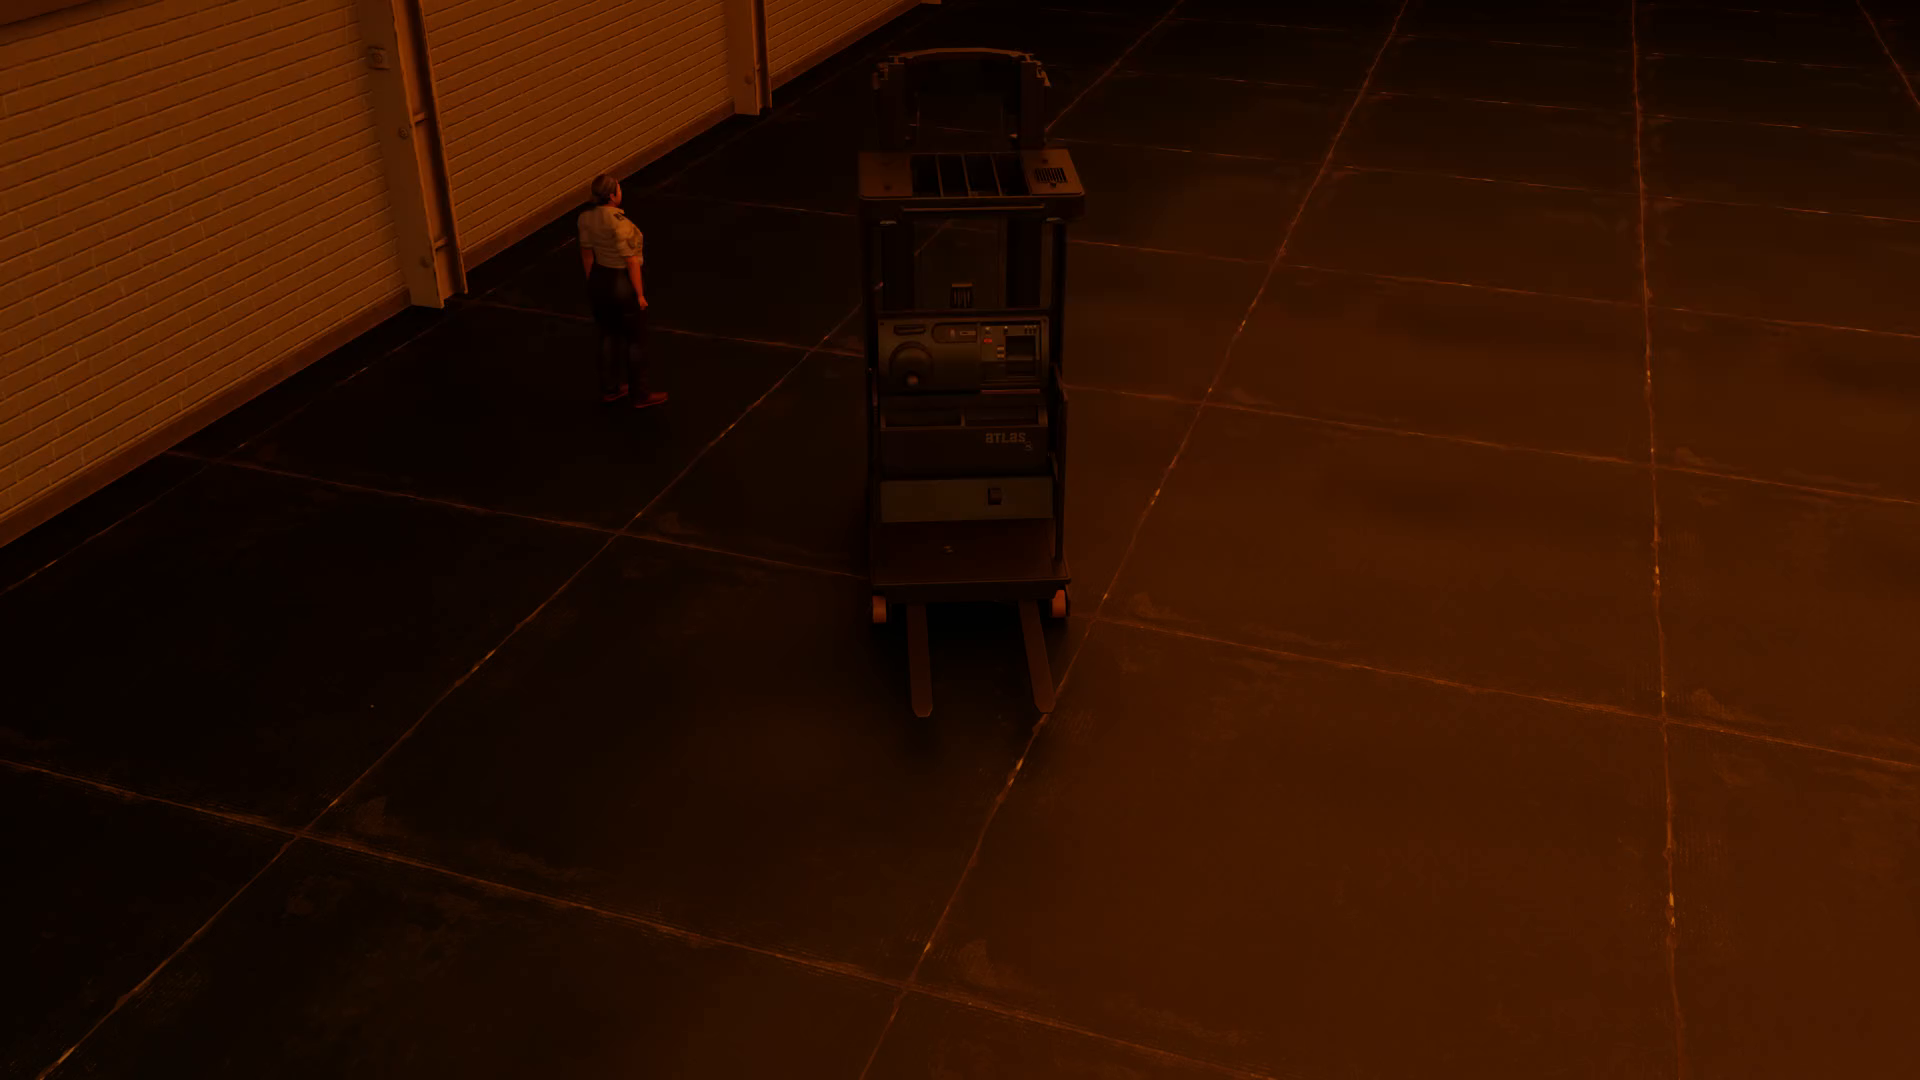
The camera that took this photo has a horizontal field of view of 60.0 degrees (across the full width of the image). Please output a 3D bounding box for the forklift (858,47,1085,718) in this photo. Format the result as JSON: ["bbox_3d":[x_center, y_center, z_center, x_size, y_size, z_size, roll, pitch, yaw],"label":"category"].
[{"bbox_3d":[0.035,-0.972,8.842,1.130,2.935,3.031,-2,30,-3],"label":"forklift"}]

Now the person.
[{"bbox_3d":[-2.346,-1.714,11.443,0.479,1.653,0.348,16,34,26],"label":"person"}]
